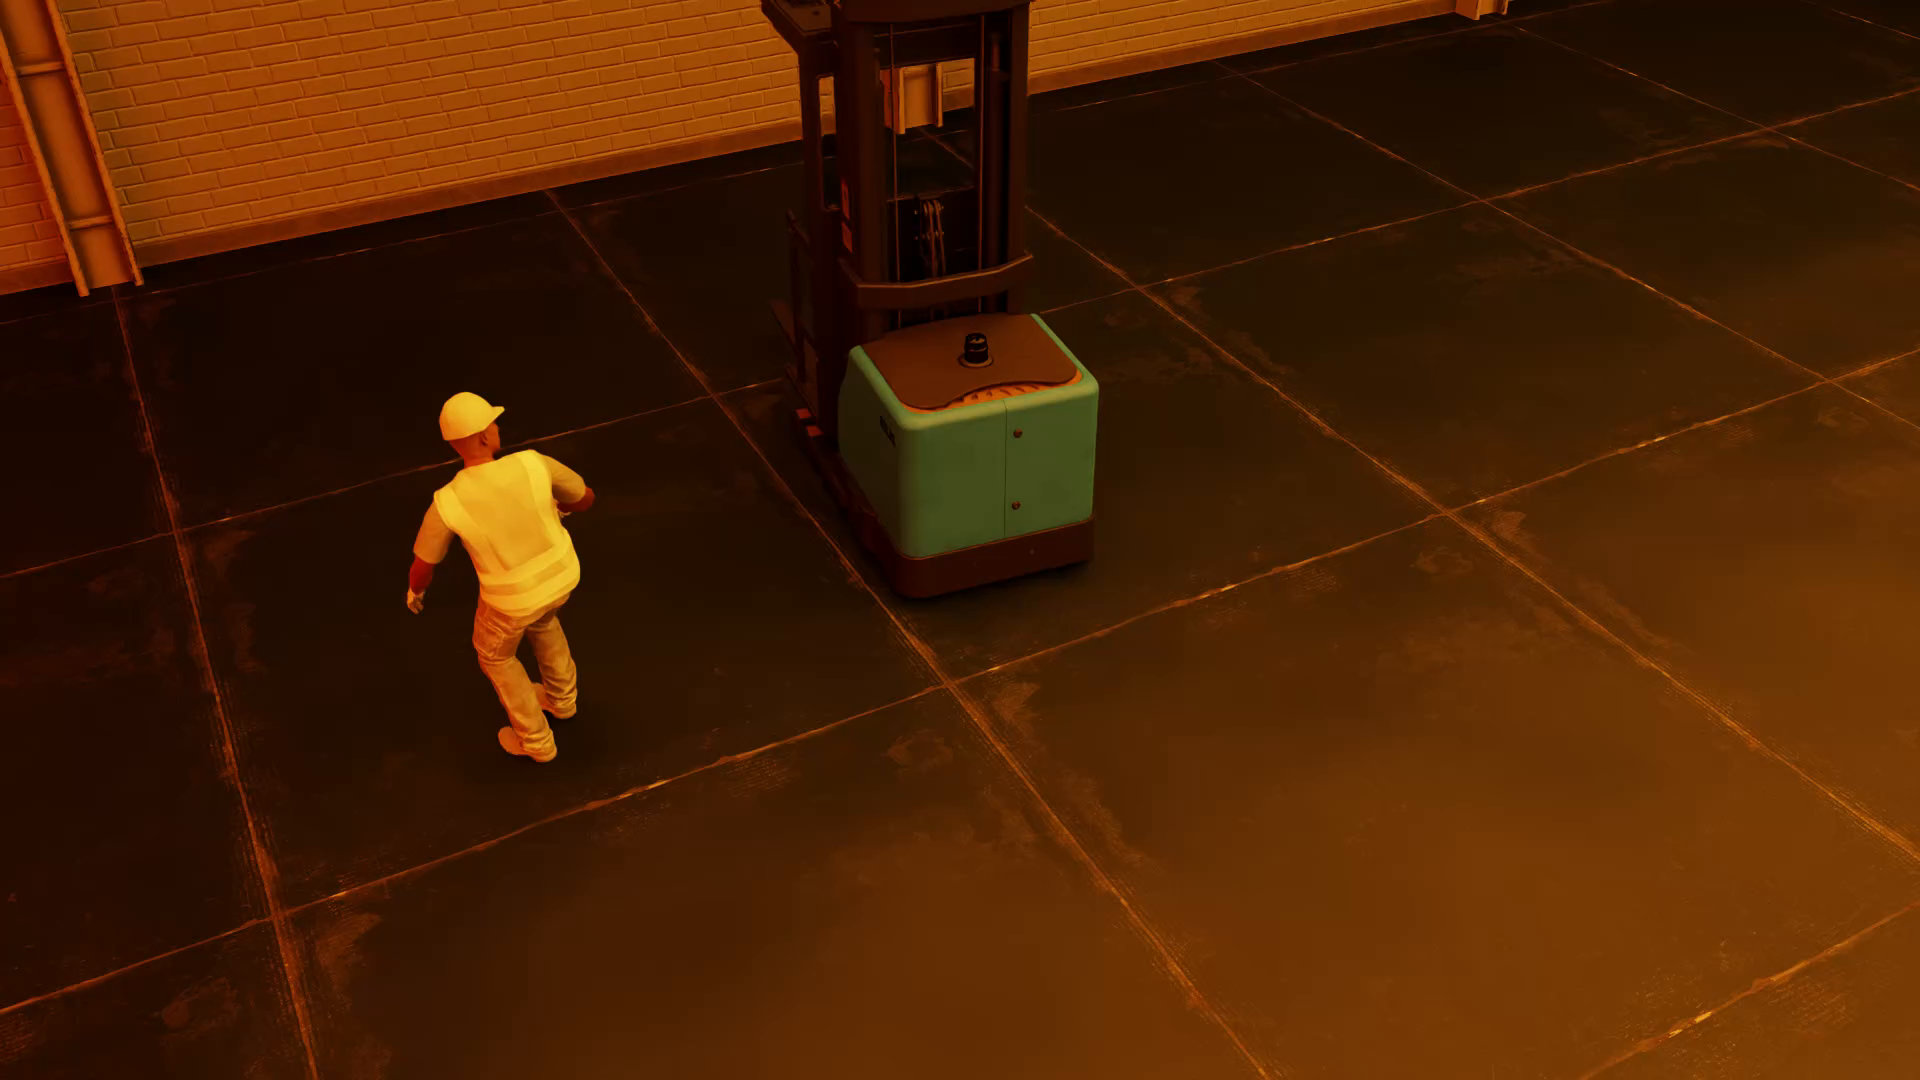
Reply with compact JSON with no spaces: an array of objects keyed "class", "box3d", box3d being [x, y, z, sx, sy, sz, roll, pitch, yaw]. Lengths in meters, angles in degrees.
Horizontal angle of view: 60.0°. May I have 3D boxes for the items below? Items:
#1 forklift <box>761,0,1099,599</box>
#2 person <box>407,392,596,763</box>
[{"class":"forklift","box3d":[-0.327,-1.757,8.608,1.130,2.935,3.031,-13,37,-17]},{"class":"person","box3d":[-1.900,0.159,6.957,0.786,1.728,0.527,-28,44,-34]}]
